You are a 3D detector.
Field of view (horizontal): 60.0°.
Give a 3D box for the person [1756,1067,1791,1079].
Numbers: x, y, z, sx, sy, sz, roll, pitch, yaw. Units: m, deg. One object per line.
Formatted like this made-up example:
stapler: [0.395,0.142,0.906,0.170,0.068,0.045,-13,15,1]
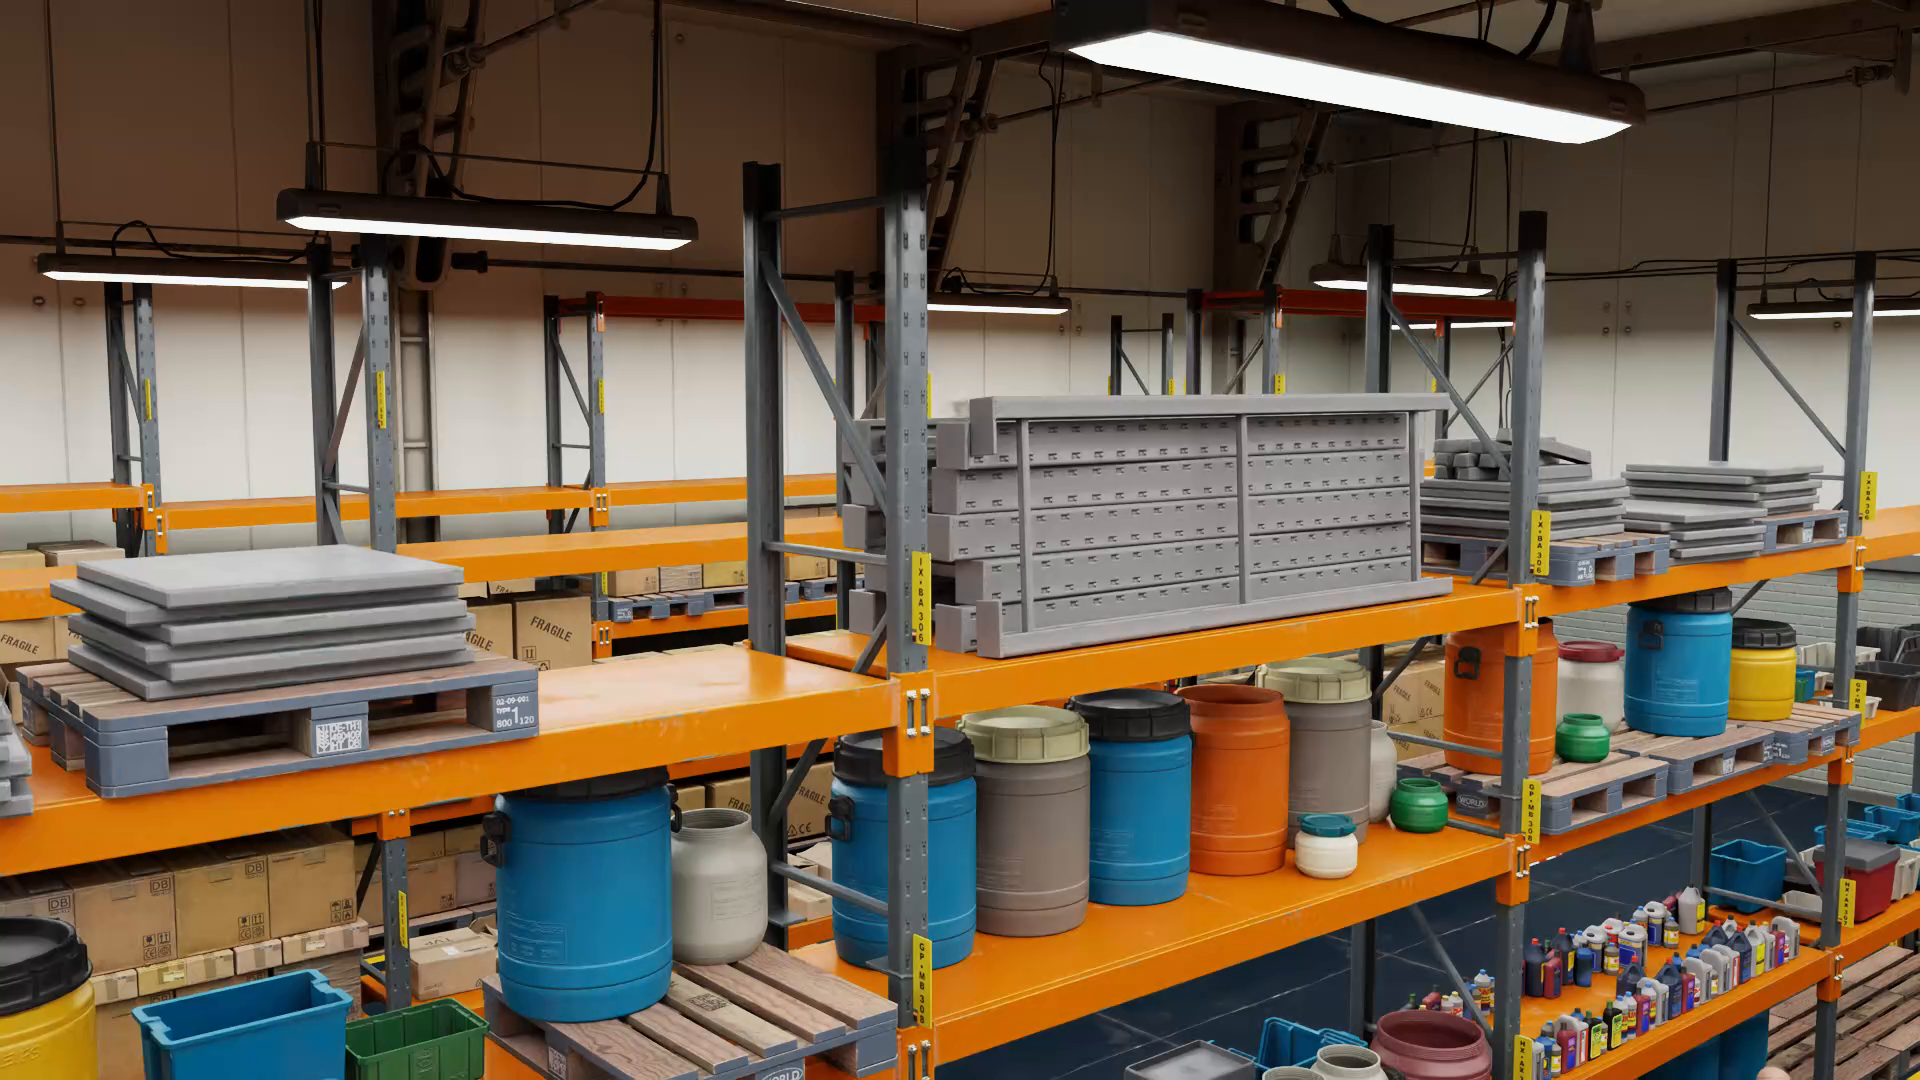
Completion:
person: [4.190,3.493,8.514,0.672,1.738,0.701,-4,7,-36]
